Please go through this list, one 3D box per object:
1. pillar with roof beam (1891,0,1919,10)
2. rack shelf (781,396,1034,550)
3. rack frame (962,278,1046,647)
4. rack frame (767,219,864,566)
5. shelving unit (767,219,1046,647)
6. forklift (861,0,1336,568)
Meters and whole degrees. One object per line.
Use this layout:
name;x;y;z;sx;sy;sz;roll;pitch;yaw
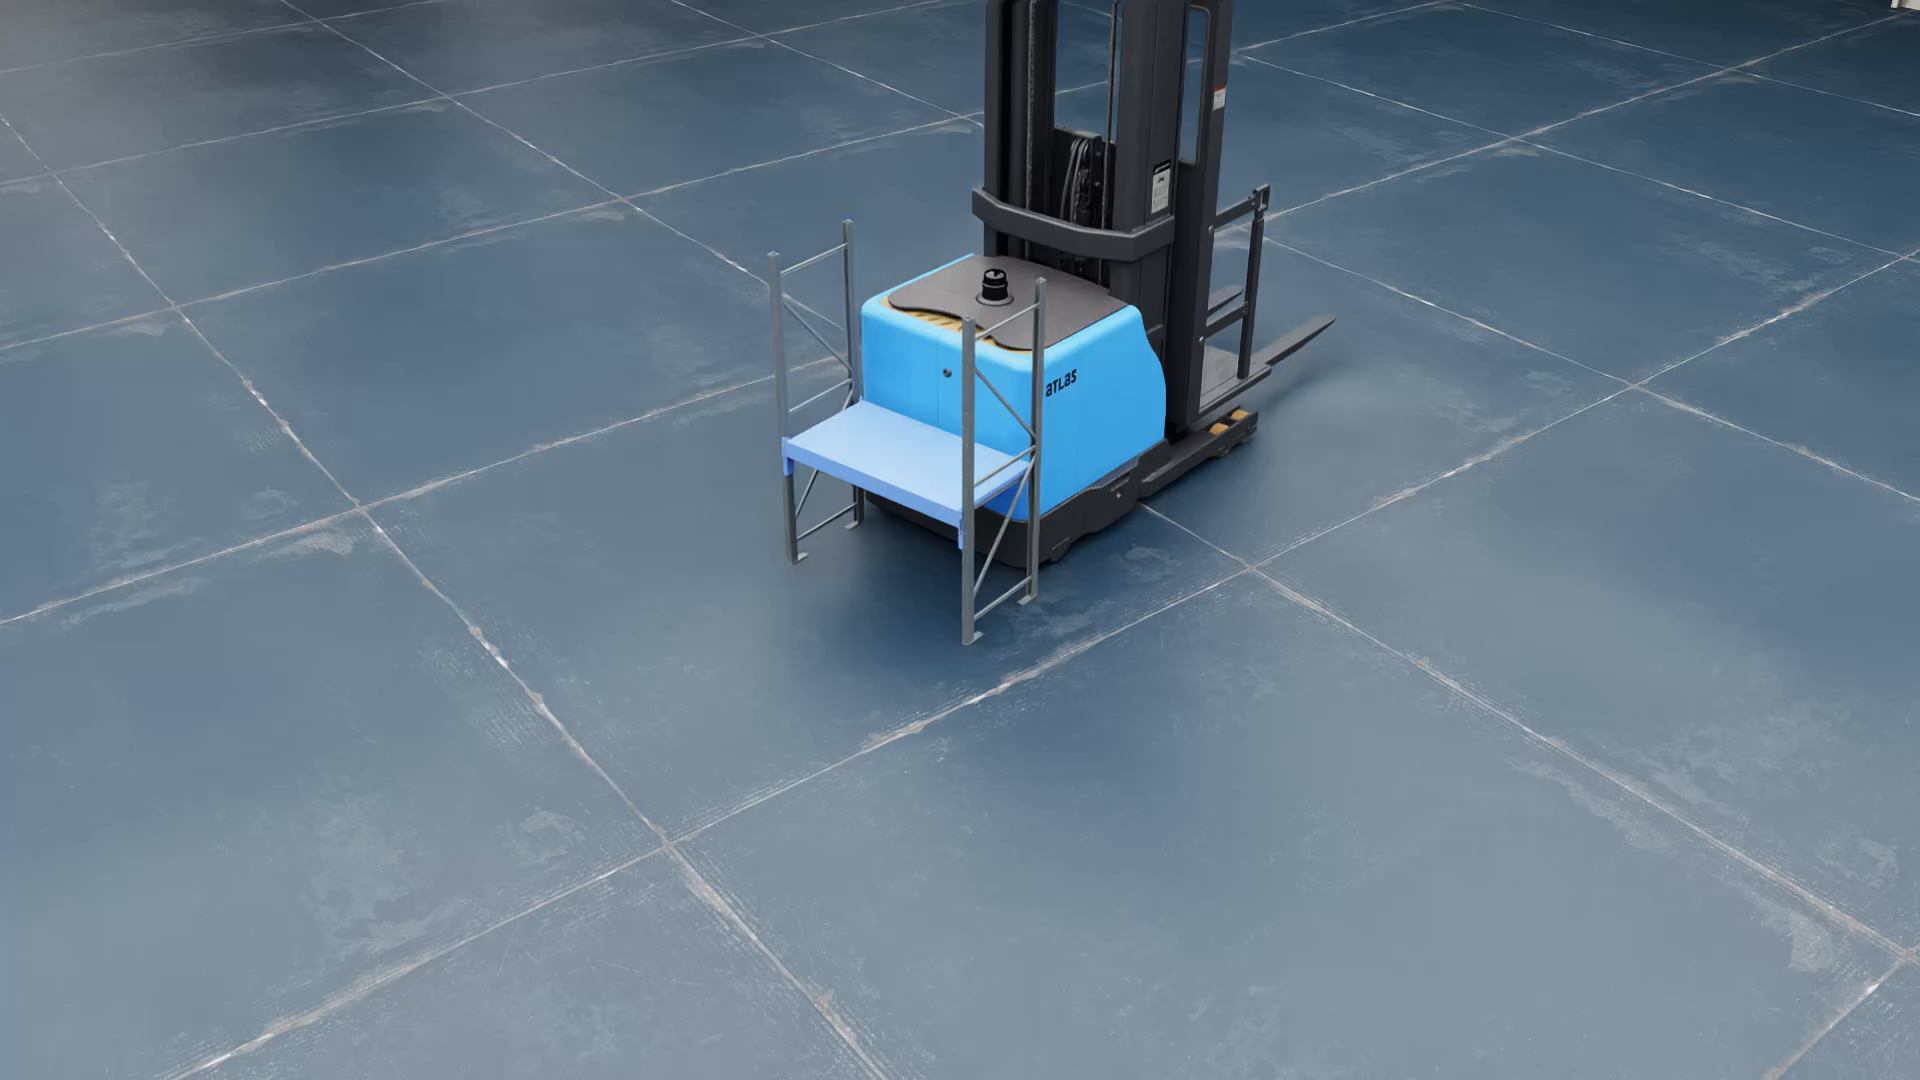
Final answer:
pillar with roof beam;5.810;-7.539;11.359;9.100;9.000;0.400;-22;38;-31
rack shelf;-0.223;-0.308;7.165;1.000;0.185;0.538;23;38;32
rack frame;0.175;-0.294;6.801;0.032;1.500;0.500;23;38;32
rack frame;-0.621;-0.627;7.339;0.032;1.500;0.500;23;38;32
shelving unit;-0.223;-0.461;7.070;1.048;1.500;0.538;23;38;32
forklift;0.880;-1.823;7.908;1.130;2.935;3.031;24;39;34
